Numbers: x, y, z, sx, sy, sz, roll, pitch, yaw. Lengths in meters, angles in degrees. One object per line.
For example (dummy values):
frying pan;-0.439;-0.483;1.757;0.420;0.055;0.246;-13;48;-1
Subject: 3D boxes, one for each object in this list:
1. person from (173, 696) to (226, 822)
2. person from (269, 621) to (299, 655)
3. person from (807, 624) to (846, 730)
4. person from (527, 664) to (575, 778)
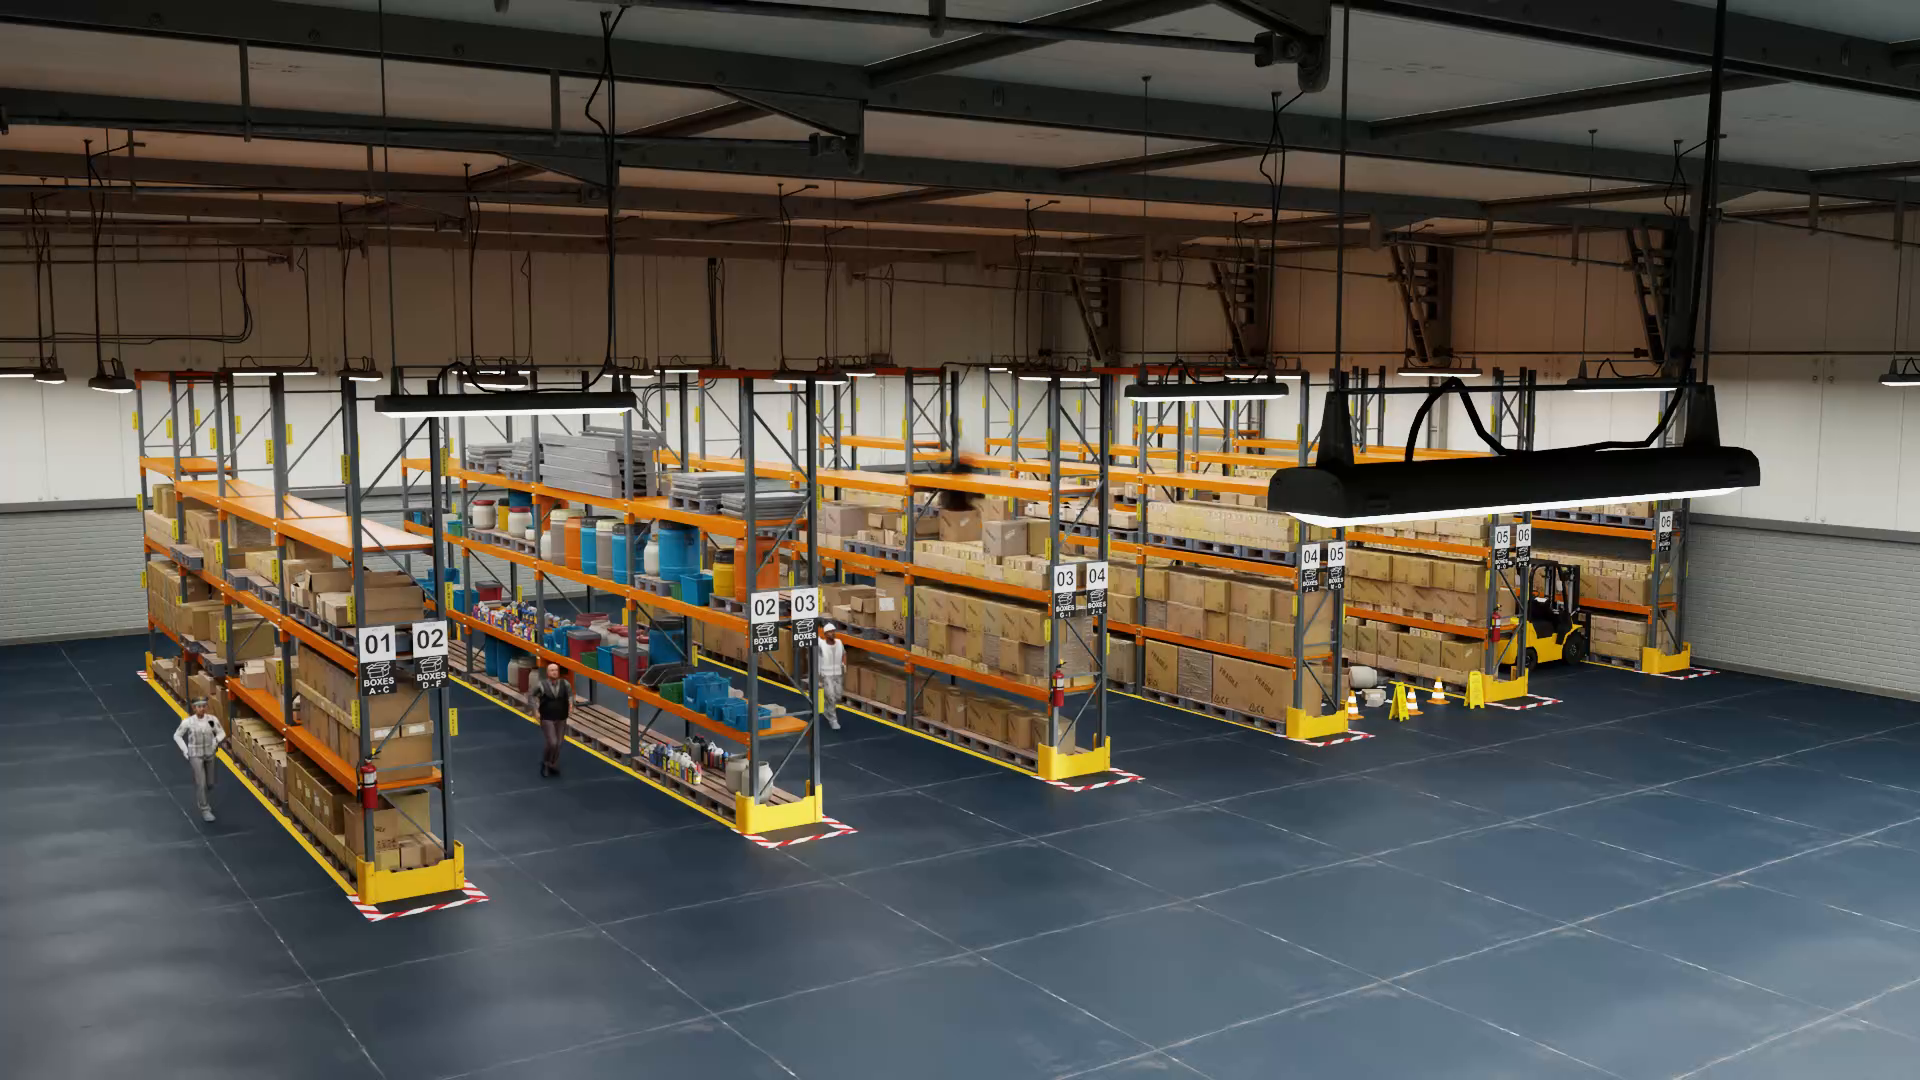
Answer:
person;-10.324;2.942;22.658;0.634;1.676;0.741;-6;9;-41
person;-13.301;1.799;32.934;0.627;1.642;0.556;-6;9;-44
person;-2.225;2.284;28.136;0.690;1.760;0.733;-4;8;-33
person;-6.036;2.689;24.787;0.661;1.708;0.677;-5;8;-35
